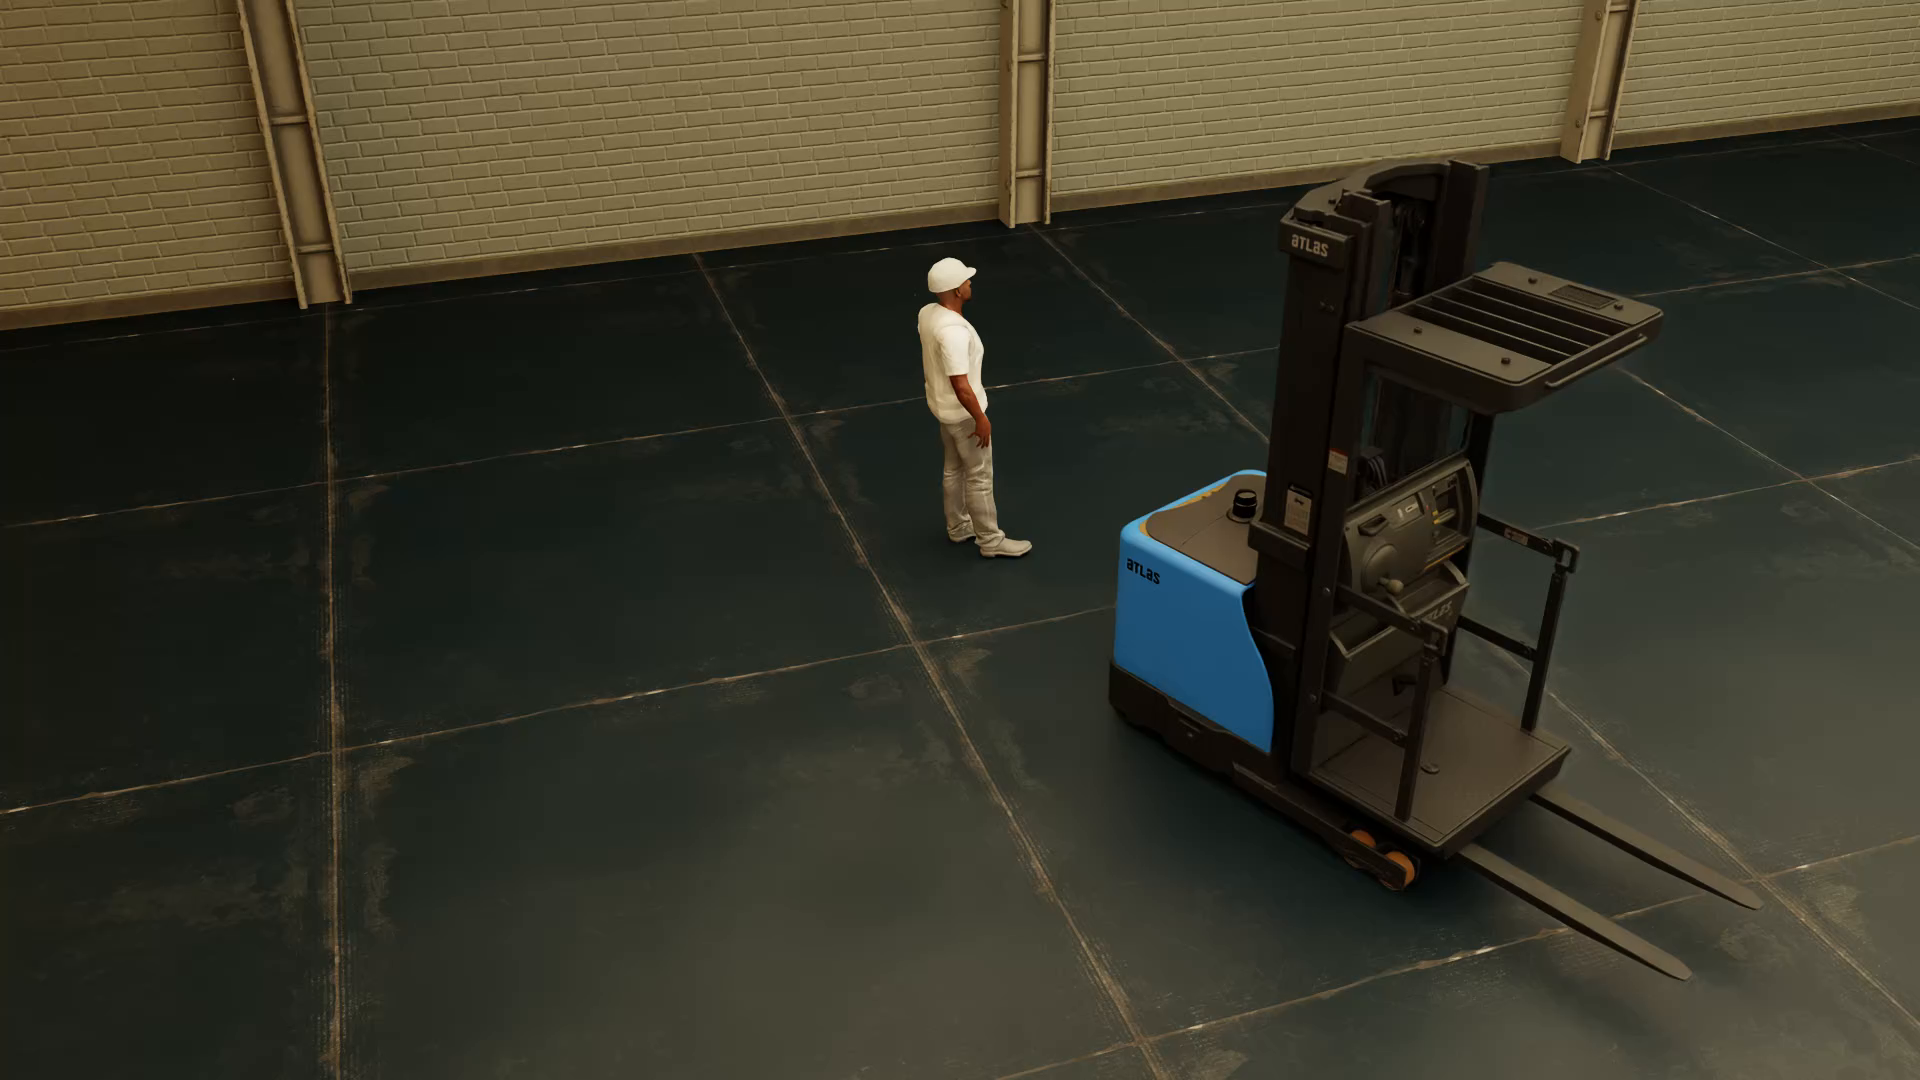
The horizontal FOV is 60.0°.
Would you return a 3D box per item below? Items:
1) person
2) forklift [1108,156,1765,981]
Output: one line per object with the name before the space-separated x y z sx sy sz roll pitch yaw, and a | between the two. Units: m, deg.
person | 0.068 -0.780 9.597 0.575 1.768 0.666 -10 31 -16
forklift | 2.108 -0.014 7.111 1.130 2.935 3.031 -24 38 -35
